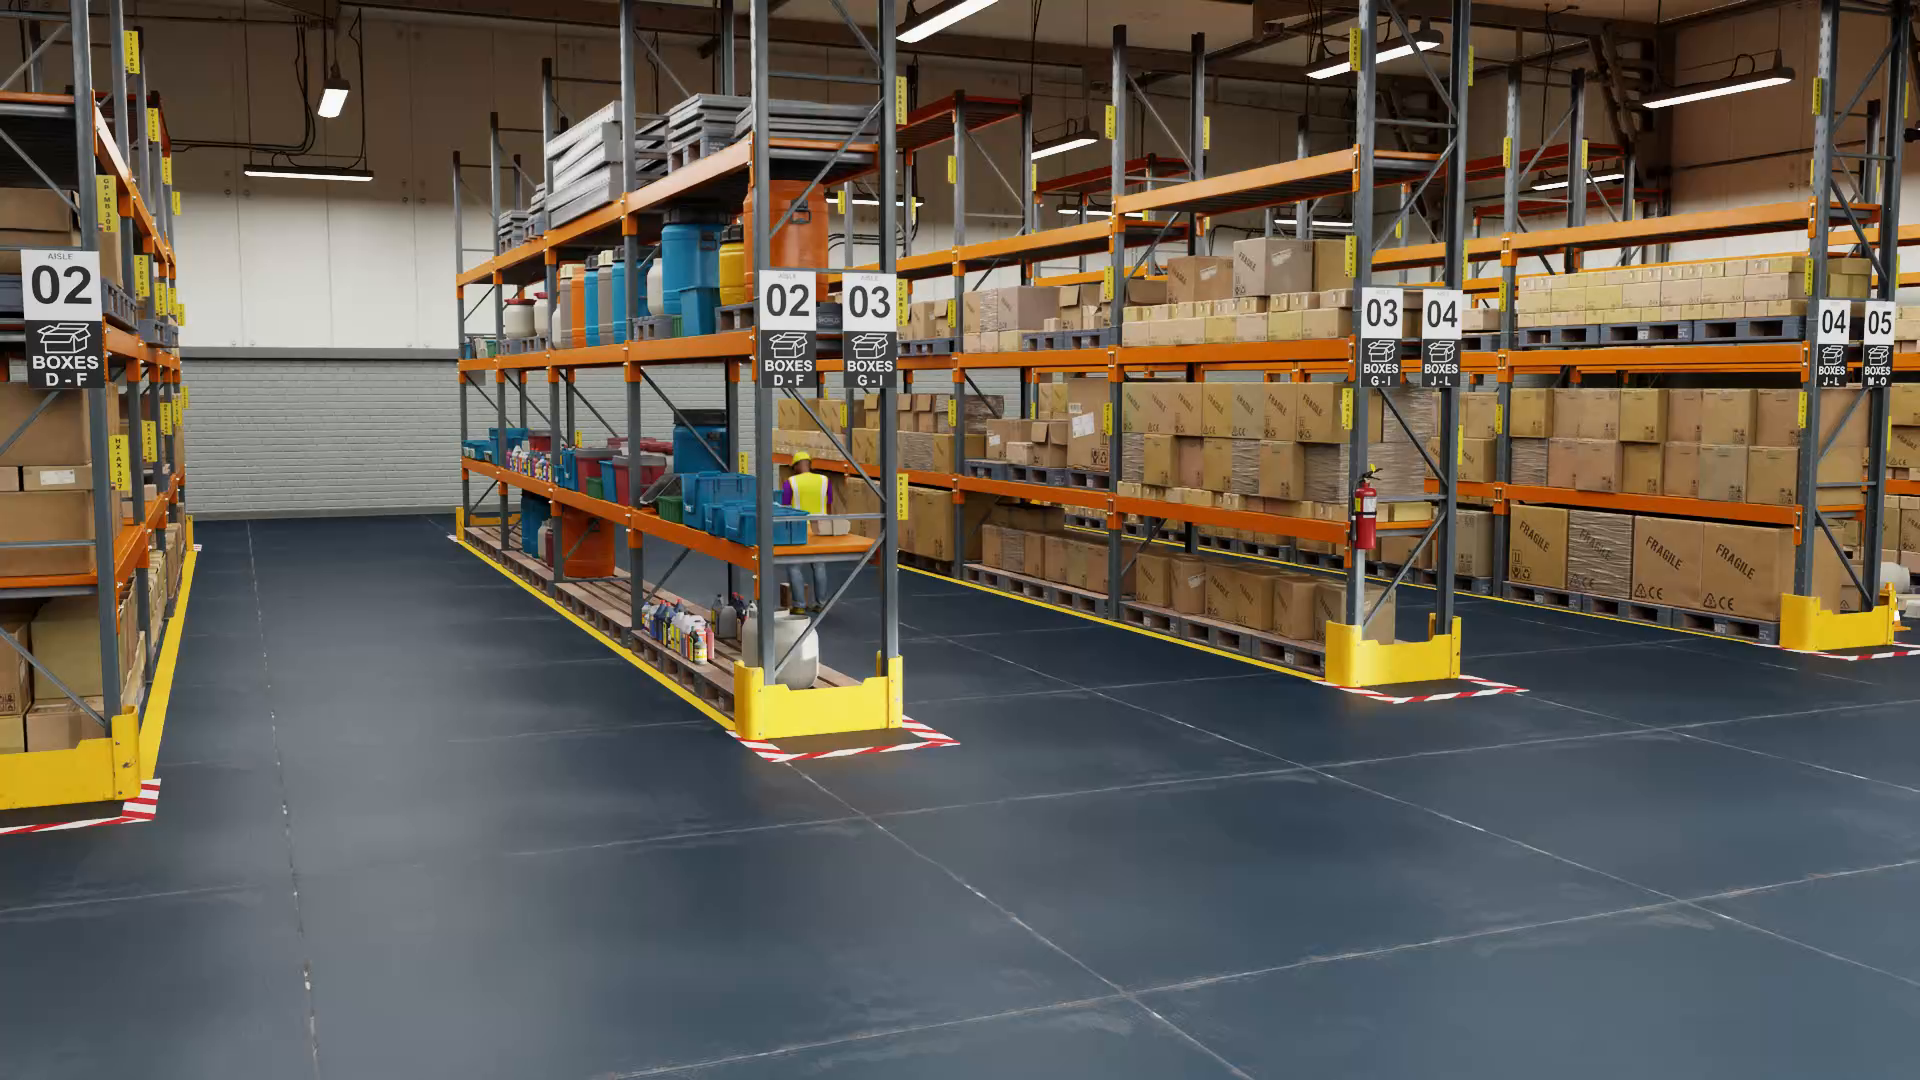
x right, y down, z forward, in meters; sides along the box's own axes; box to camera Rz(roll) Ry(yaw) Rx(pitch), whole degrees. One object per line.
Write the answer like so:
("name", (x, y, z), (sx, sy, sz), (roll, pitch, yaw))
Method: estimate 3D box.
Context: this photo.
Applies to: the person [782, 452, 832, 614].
("person", (-1.655, -0.078, 17.743), (0.591, 1.717, 0.453), (-2, 6, -22))
